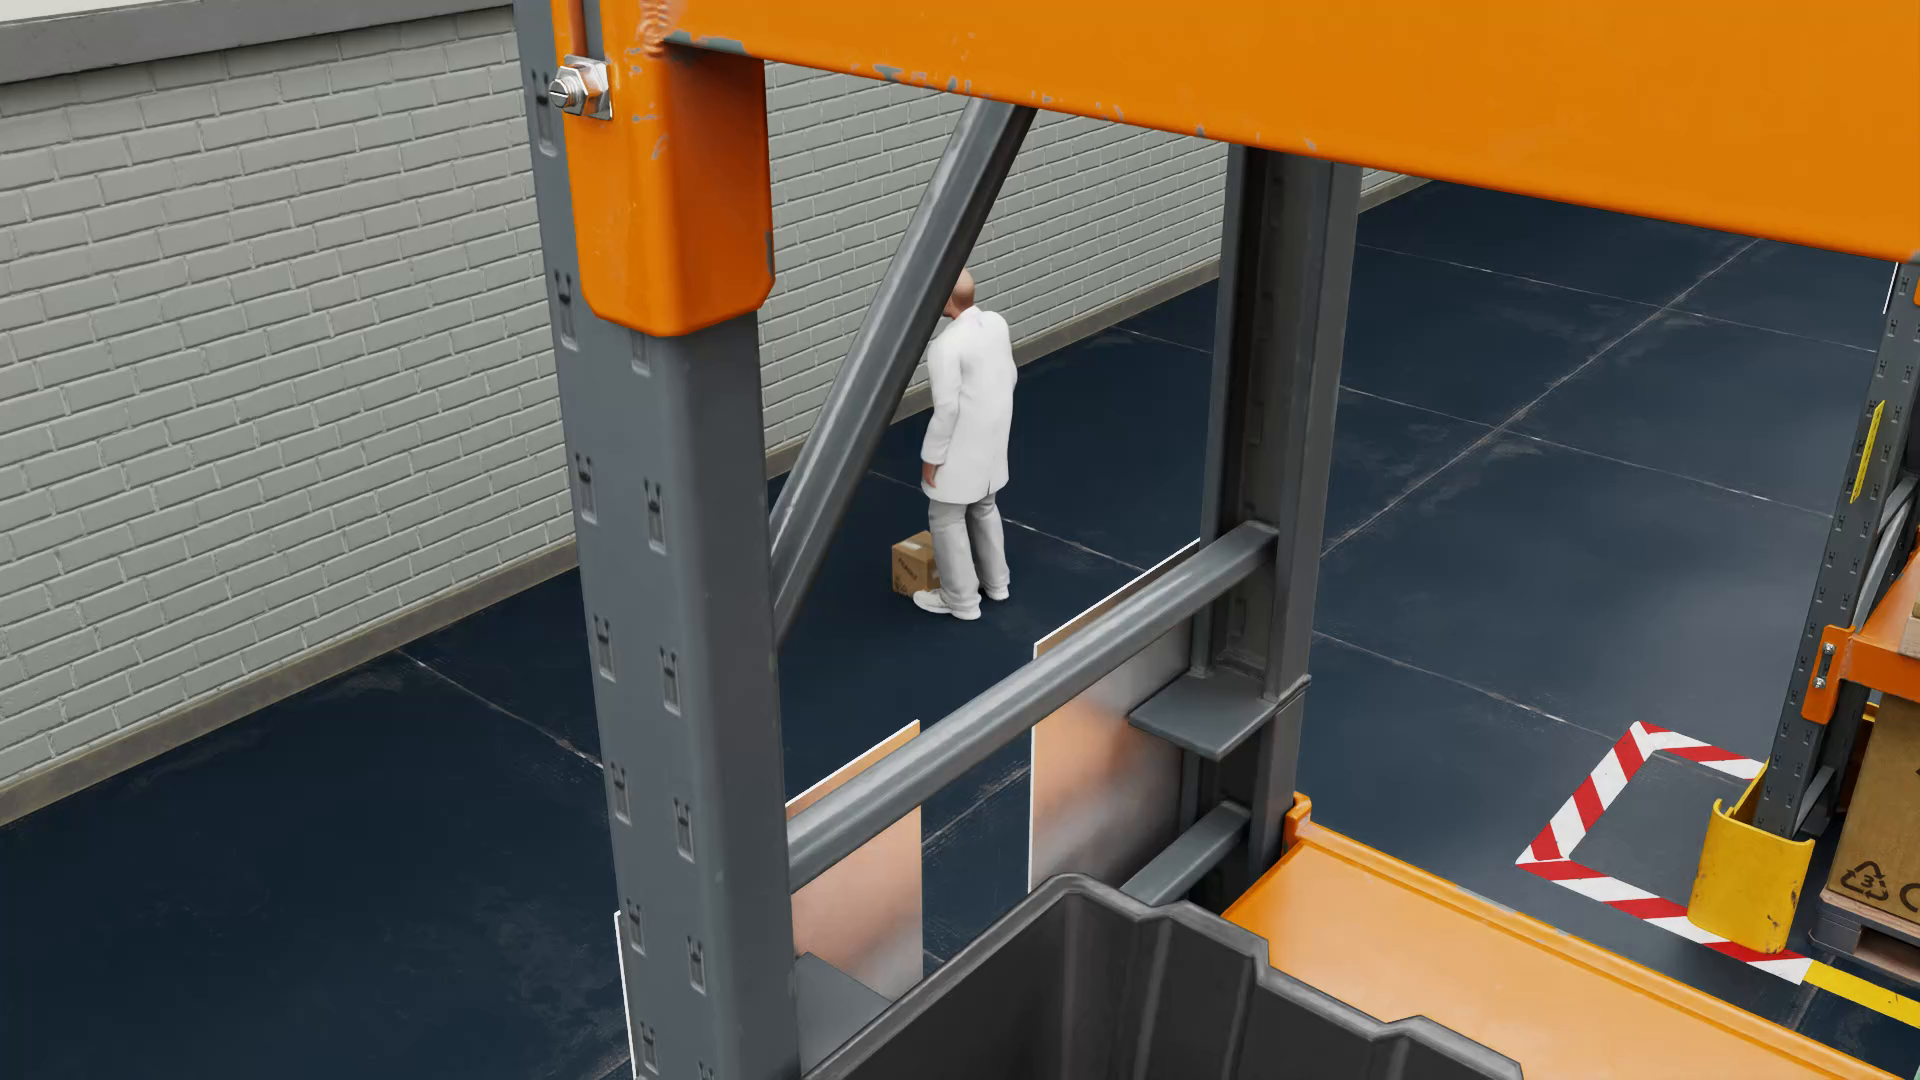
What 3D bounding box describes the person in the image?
[{"bbox_3d":[0.025,-0.468,8.055,0.428,1.772,0.638,19,33,33],"label":"person"}]
